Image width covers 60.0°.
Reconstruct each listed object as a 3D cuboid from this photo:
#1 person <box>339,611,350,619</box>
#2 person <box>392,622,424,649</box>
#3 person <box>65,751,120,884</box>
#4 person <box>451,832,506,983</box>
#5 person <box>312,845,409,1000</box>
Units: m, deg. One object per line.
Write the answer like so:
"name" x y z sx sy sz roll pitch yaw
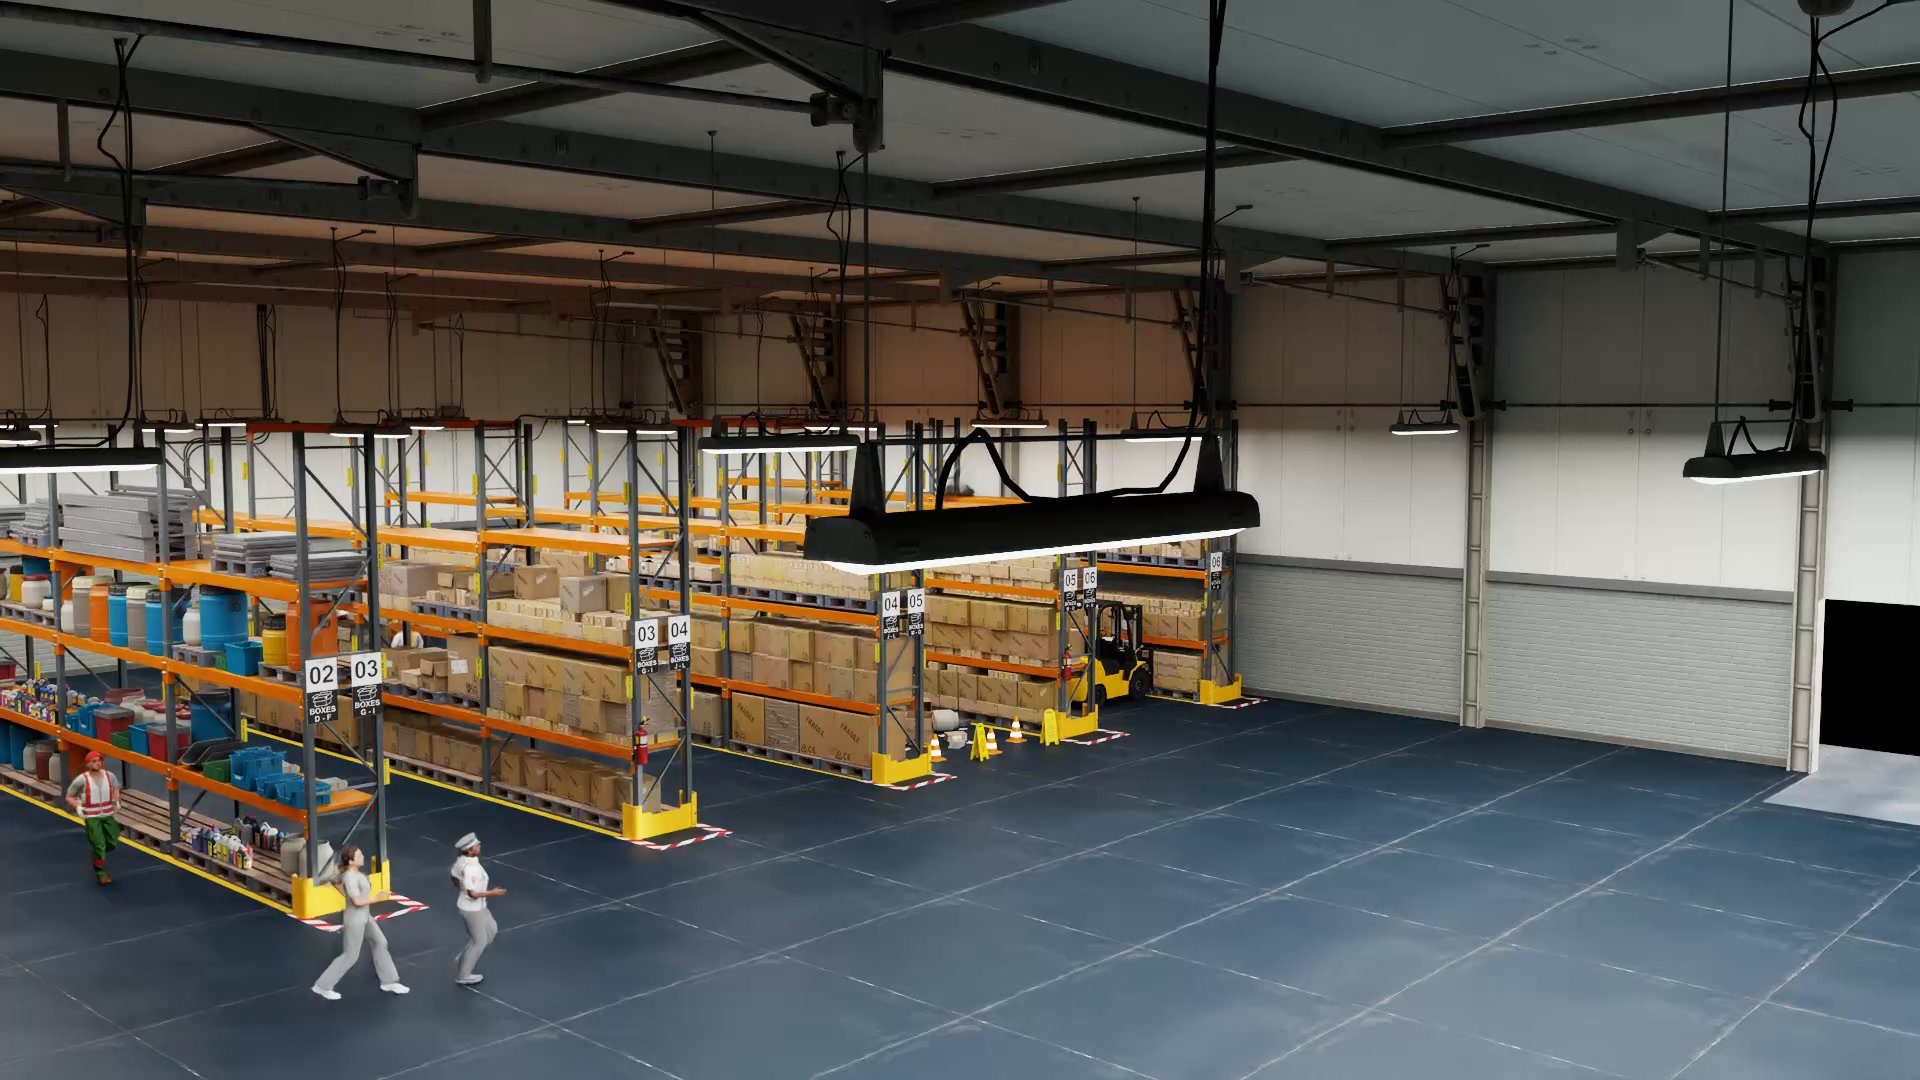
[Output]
"person" -13.805 2.431 37.241 0.718 1.747 0.638 -2 5 -22
"person" -11.672 2.581 35.297 0.741 1.749 0.643 -4 6 -38
"person" -11.463 3.659 22.055 0.709 1.742 0.659 4 6 40
"person" -5.260 4.002 18.200 0.549 1.654 0.565 -2 5 -22
"person" -6.371 4.048 17.631 0.965 1.668 0.572 -1 5 -15
